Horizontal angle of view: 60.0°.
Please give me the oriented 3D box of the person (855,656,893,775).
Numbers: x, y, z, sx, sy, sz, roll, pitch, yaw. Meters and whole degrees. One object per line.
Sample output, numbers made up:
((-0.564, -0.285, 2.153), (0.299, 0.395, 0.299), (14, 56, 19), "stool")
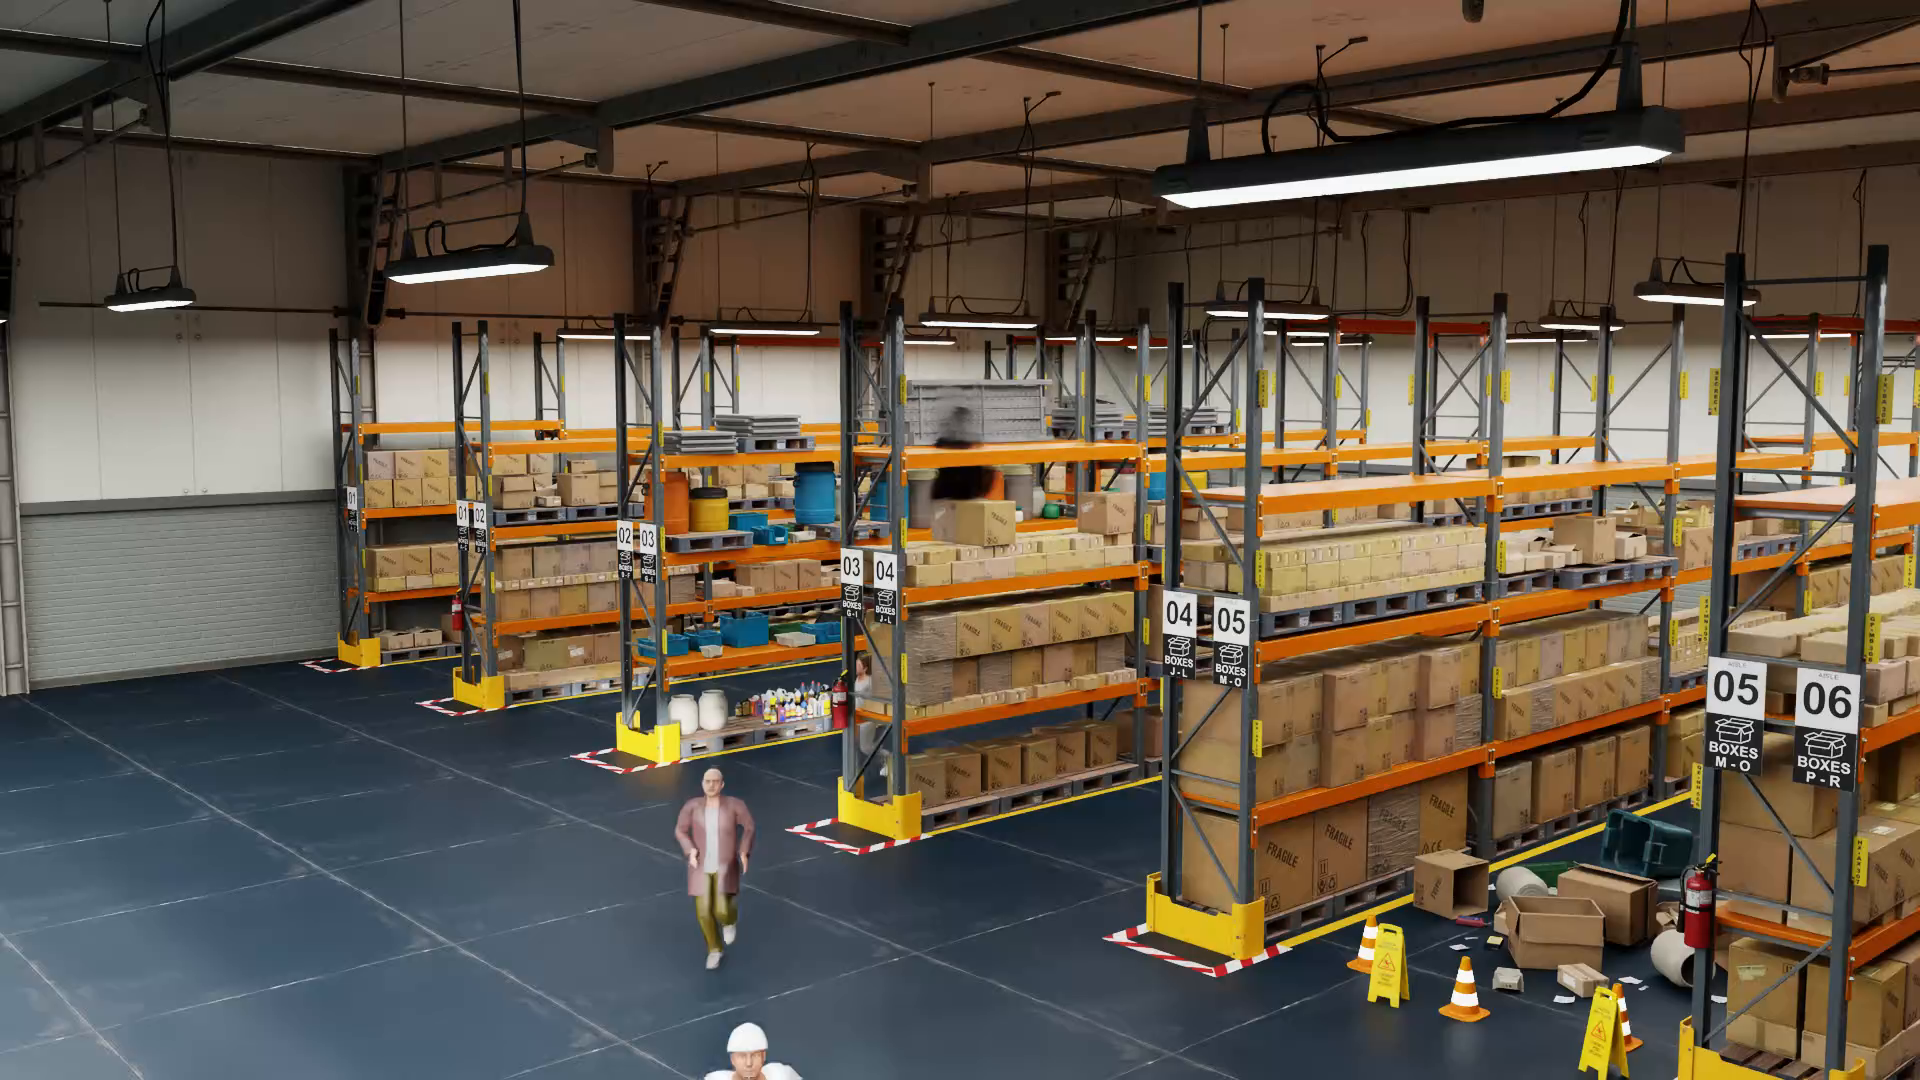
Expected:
((-1.175, 2.281, 20.978), (0.850, 1.667, 0.579), (-5, 8, -42), "person")

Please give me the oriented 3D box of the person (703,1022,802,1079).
((-1.125, 3.417, 8.753), (0.662, 1.829, 0.841), (0, 6, -3), "person")

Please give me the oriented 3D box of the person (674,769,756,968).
((-2.162, 2.872, 14.589), (0.711, 1.735, 0.571), (0, 6, 0), "person")
